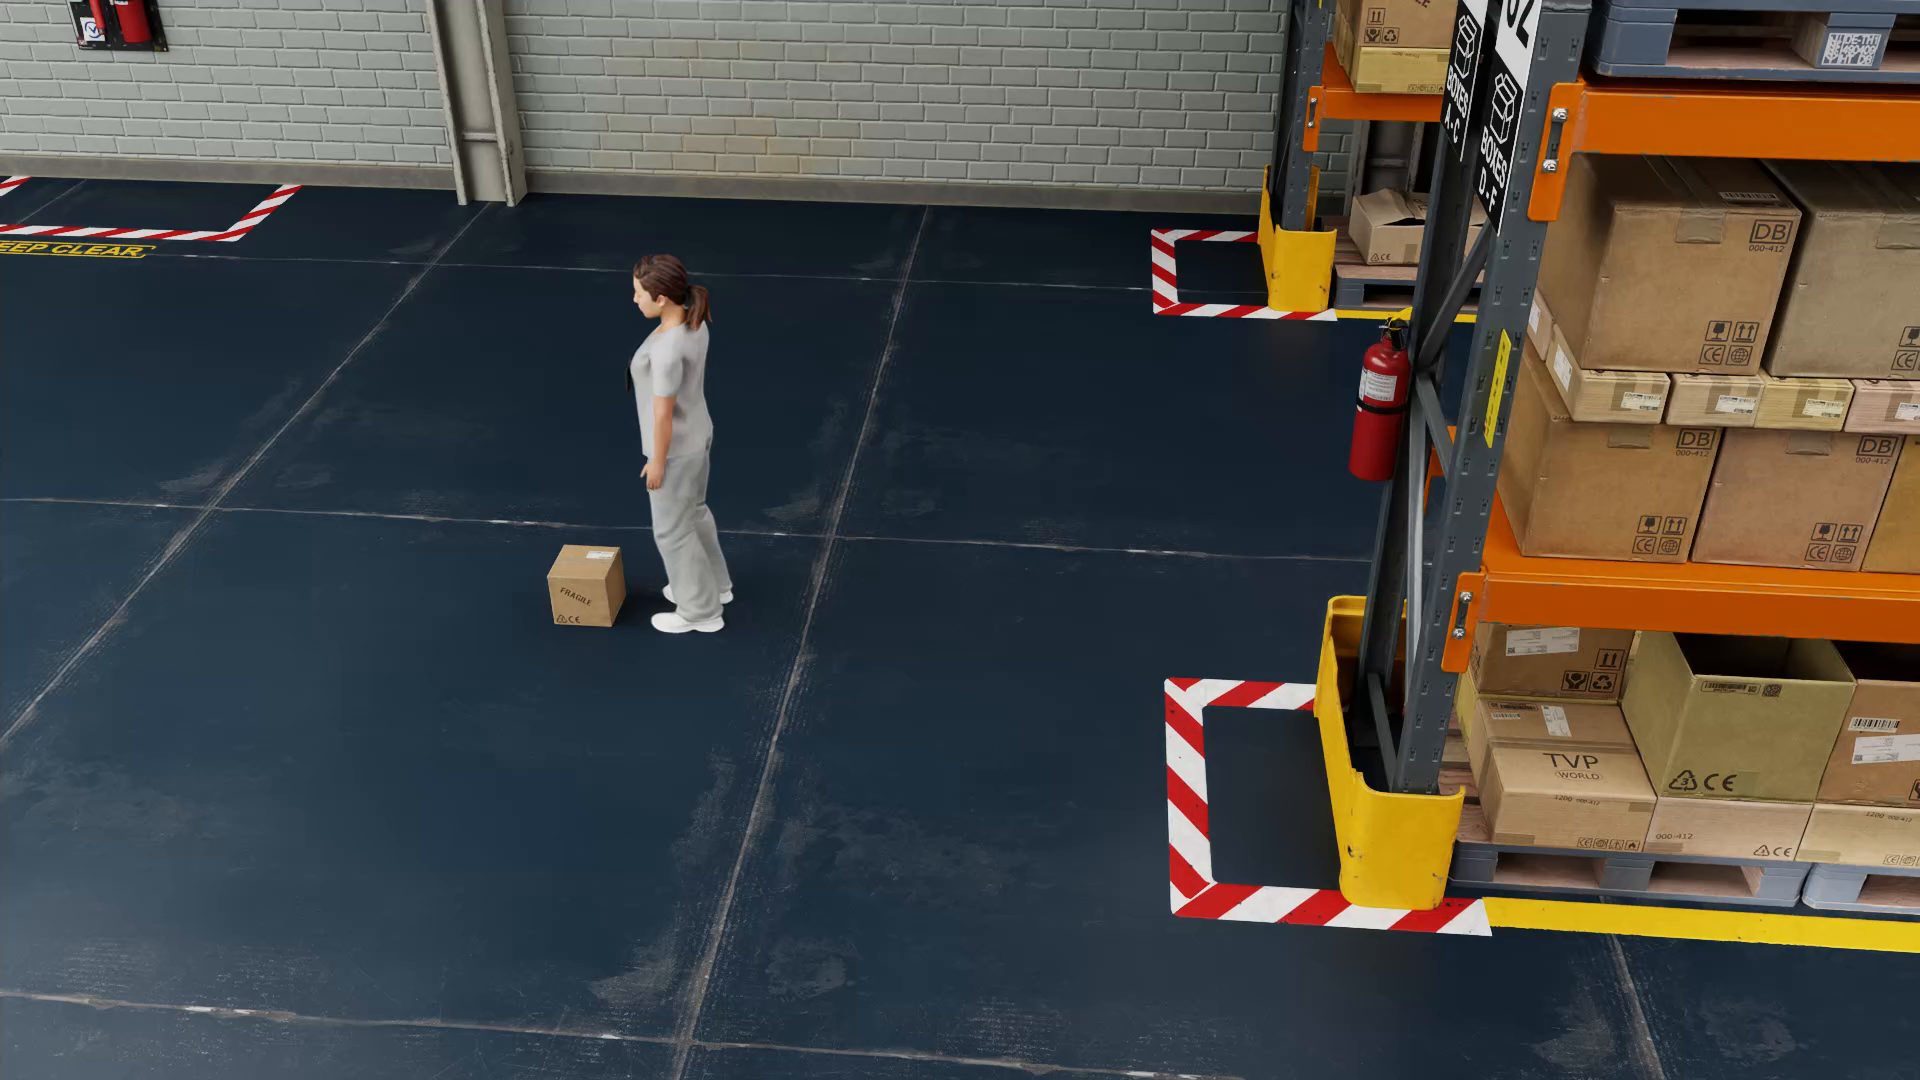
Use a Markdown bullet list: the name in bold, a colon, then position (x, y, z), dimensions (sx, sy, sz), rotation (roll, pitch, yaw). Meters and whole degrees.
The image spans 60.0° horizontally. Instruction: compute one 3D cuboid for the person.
- **person**: position (-1.133, -0.377, 6.744), dimensions (0.365, 1.672, 0.439), rotation (3, 32, 5)
